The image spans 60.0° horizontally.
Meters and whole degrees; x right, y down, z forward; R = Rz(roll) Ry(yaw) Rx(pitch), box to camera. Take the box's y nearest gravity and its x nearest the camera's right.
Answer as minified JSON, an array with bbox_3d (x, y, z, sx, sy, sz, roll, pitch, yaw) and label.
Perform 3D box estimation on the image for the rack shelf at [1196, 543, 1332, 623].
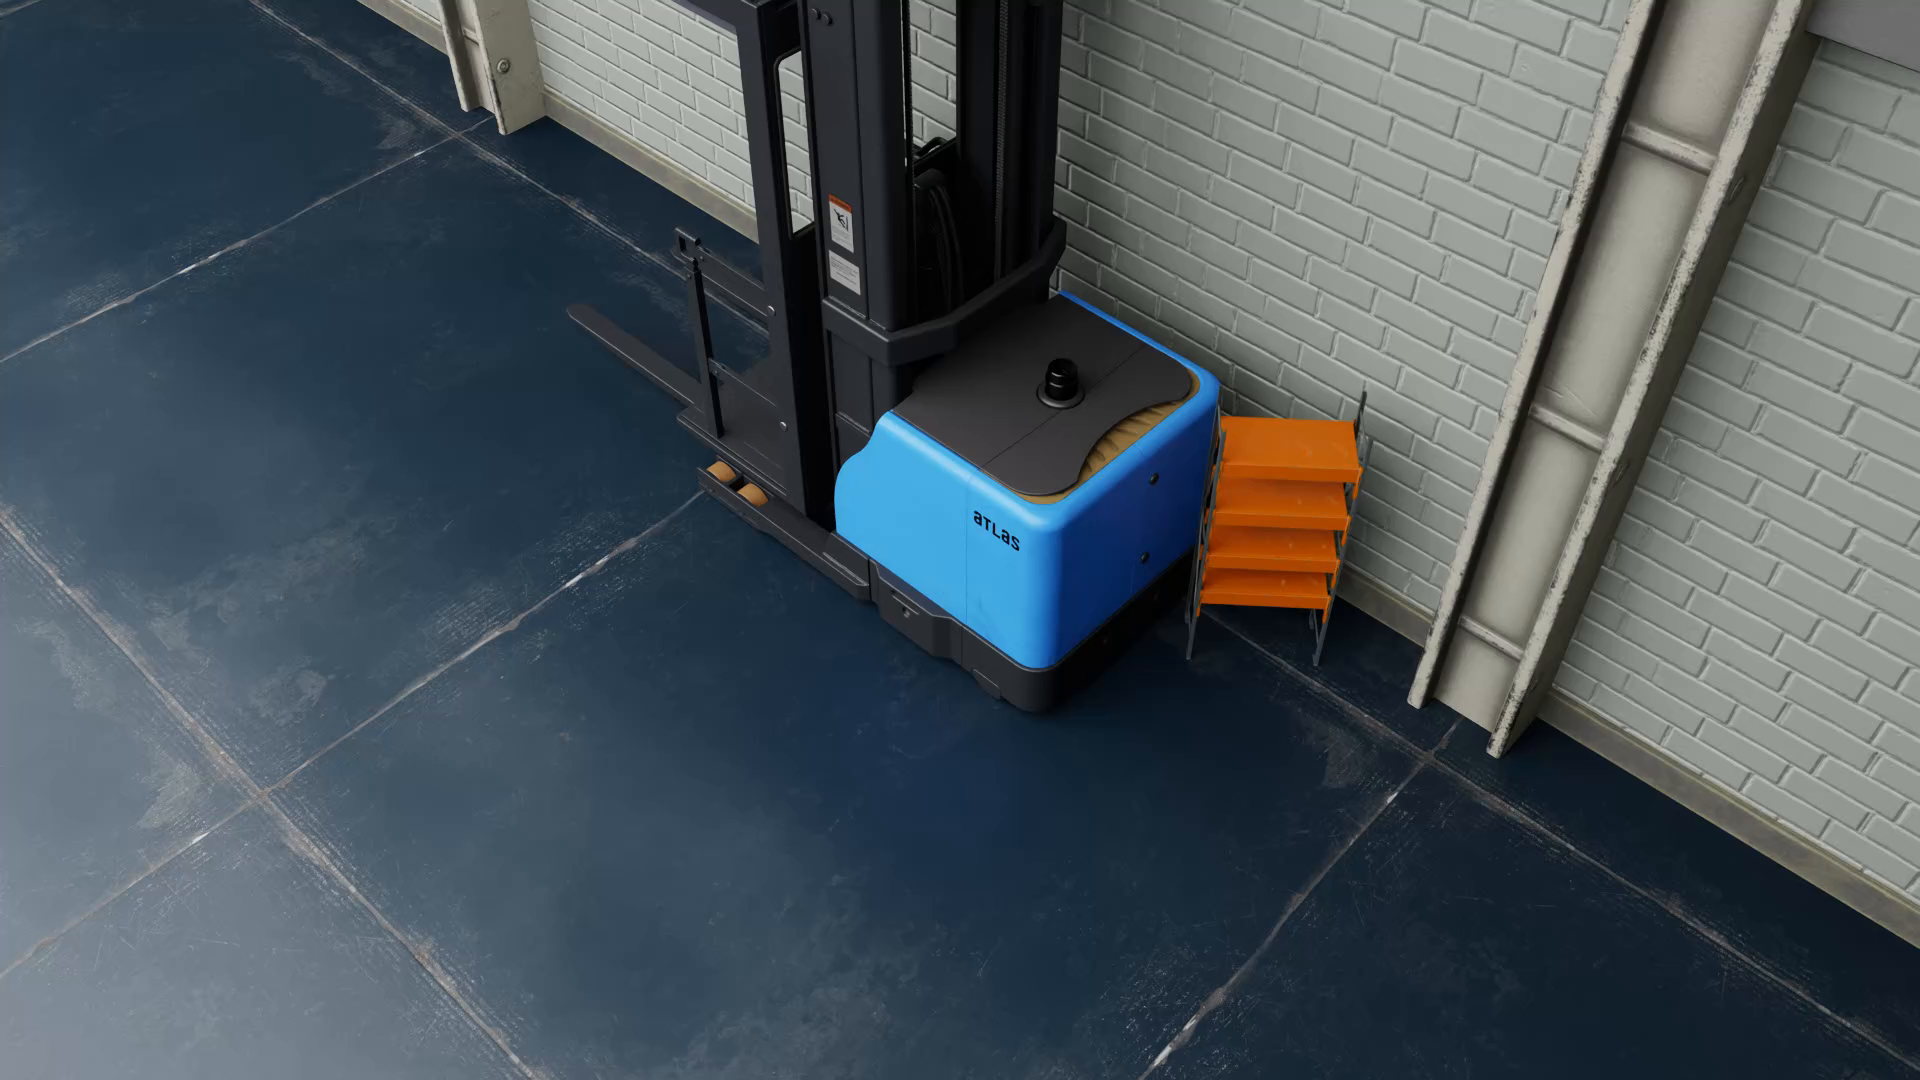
[{"bbox_3d":[1.133,0.159,6.251,0.480,0.148,0.258,3,47,3],"label":"rack shelf"}]

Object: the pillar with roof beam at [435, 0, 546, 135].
[{"bbox_3d":[-5.392,-3.115,3.611,0.400,9.000,9.100,34,55,28],"label":"pillar with roof beam"}]

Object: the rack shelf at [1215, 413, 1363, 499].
[{"bbox_3d":[1.133,-0.292,5.771,0.480,0.148,0.258,3,47,3],"label":"rack shelf"}]

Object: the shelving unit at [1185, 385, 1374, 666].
[{"bbox_3d":[1.133,-0.023,6.058,0.503,1.200,0.258,3,47,3],"label":"shelving unit"}]

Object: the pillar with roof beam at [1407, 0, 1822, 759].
[{"bbox_3d":[-0.983,-0.148,0.825,0.400,9.000,9.100,34,55,28],"label":"pillar with roof beam"}]

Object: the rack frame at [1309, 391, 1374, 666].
[{"bbox_3d":[1.377,-0.012,6.047,0.015,1.200,0.240,3,47,3],"label":"rack frame"}]

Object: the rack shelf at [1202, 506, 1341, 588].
[{"bbox_3d":[1.133,0.023,6.107,0.480,0.148,0.258,3,47,3],"label":"rack shelf"}]

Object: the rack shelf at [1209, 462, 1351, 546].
[{"bbox_3d":[1.133,-0.131,5.943,0.480,0.148,0.258,3,47,3],"label":"rack shelf"}]

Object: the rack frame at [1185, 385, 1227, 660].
[{"bbox_3d":[0.890,-0.035,6.068,0.015,1.200,0.240,3,47,3],"label":"rack frame"}]

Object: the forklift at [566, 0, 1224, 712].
[{"bbox_3d":[-0.458,-1.318,6.086,3.031,2.935,1.130,34,56,28],"label":"forklift"}]
